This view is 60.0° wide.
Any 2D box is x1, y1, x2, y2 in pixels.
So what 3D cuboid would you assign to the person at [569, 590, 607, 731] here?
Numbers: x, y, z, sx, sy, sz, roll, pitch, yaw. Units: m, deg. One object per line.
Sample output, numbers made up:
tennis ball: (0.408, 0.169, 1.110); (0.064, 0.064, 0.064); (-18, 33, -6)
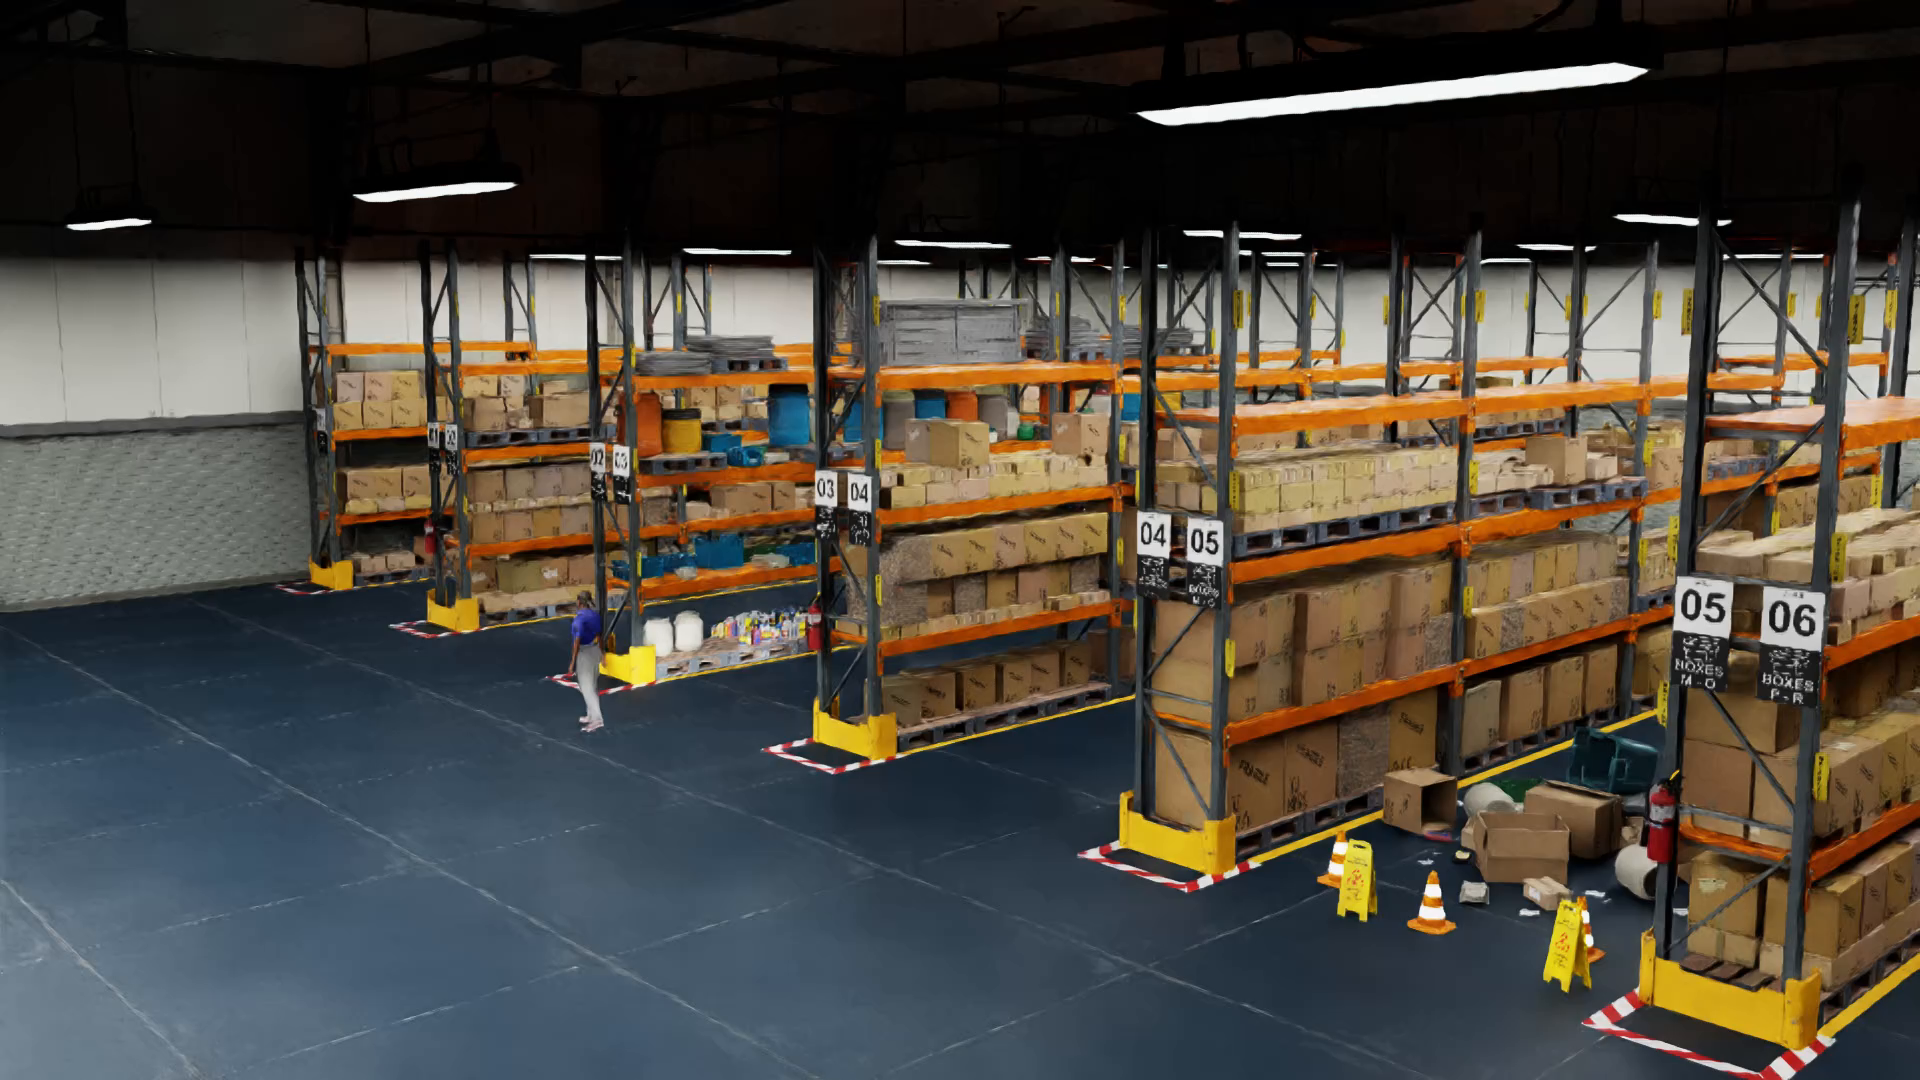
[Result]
person: (-4.486, 1.434, 20.016); (0.489, 1.650, 0.658); (3, 9, 17)
